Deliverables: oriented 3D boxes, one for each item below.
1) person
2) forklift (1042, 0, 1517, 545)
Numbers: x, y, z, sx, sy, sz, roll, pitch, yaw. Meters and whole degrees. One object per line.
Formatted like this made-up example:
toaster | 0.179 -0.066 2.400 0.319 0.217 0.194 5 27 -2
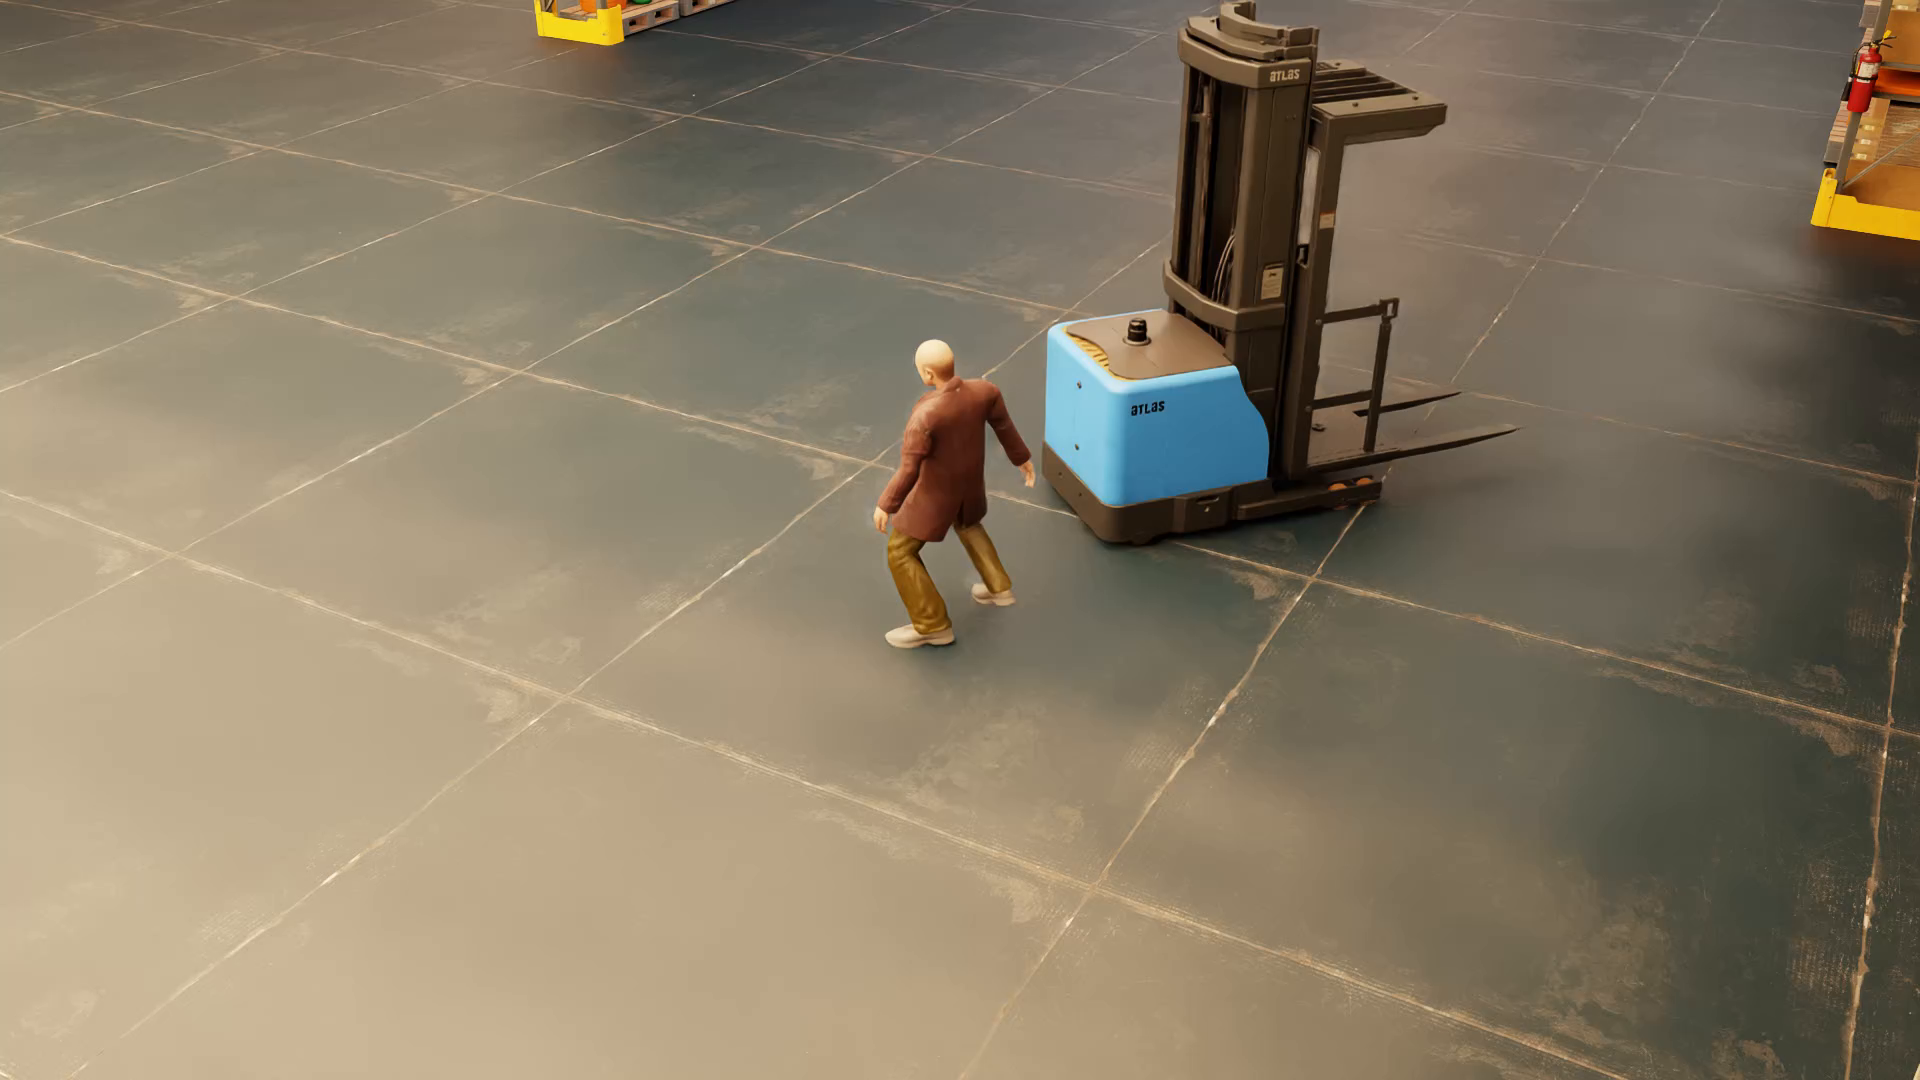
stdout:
person | -0.029 -0.301 8.853 0.939 1.687 0.577 -20 35 -30
forklift | 2.092 -1.689 9.998 3.031 2.935 1.130 -11 32 -18
